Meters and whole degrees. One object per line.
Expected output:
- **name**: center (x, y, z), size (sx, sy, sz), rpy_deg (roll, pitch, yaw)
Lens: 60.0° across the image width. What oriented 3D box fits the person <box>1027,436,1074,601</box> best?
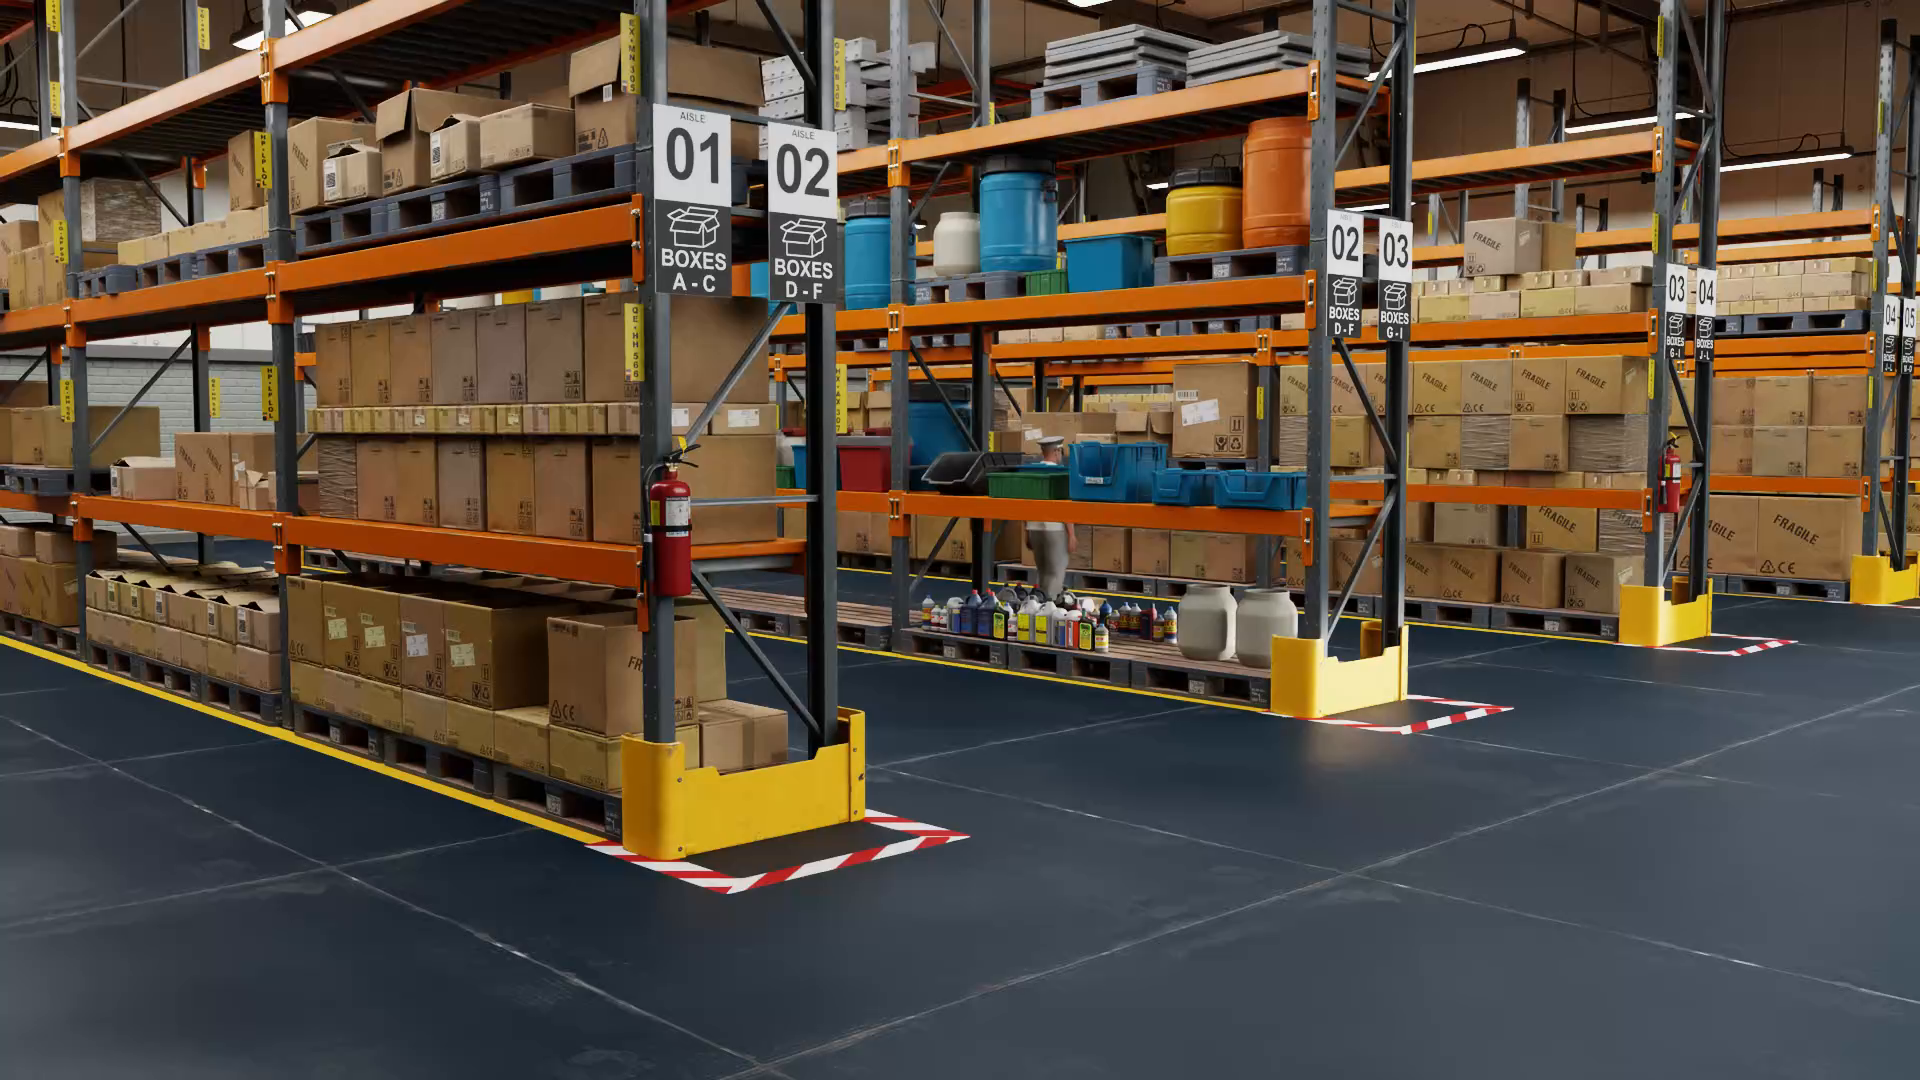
- **person**: center (0.821, -0.061, 15.083), size (0.393, 1.761, 0.527), rpy_deg (-4, 5, -42)
